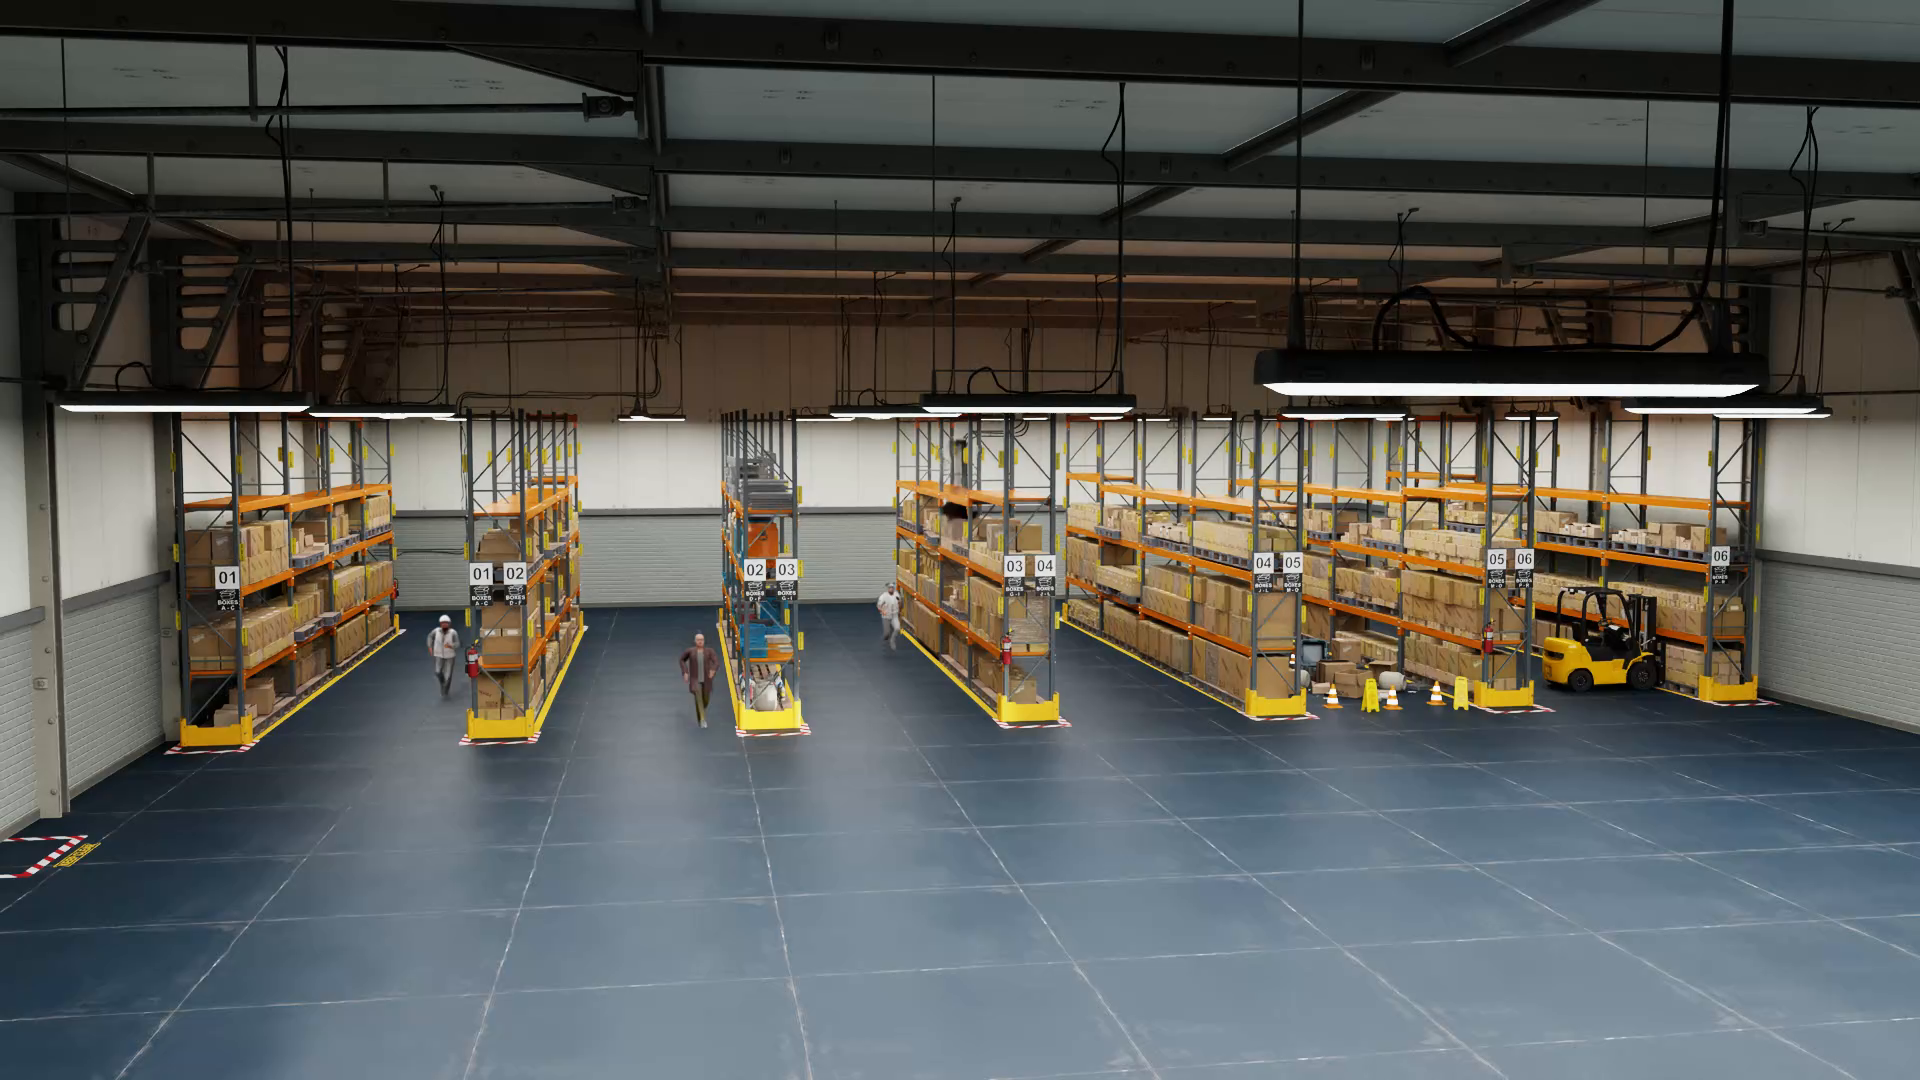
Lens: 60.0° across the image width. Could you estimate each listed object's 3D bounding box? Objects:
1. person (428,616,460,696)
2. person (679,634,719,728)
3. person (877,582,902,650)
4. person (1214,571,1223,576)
[{"bbox_3d":[-10.752,2.417,34.619,0.691,1.704,0.757,-1,4,-8],"label":"person"},{"bbox_3d":[-4.927,2.642,31.469,0.744,1.750,0.945,-1,4,-17],"label":"person"},{"bbox_3d":[-1.700,1.828,40.710,0.672,1.638,0.828,-1,4,-18],"label":"person"},{"bbox_3d":[7.882,1.369,50.815,0.653,1.609,0.553,-1,4,-20],"label":"person"}]
